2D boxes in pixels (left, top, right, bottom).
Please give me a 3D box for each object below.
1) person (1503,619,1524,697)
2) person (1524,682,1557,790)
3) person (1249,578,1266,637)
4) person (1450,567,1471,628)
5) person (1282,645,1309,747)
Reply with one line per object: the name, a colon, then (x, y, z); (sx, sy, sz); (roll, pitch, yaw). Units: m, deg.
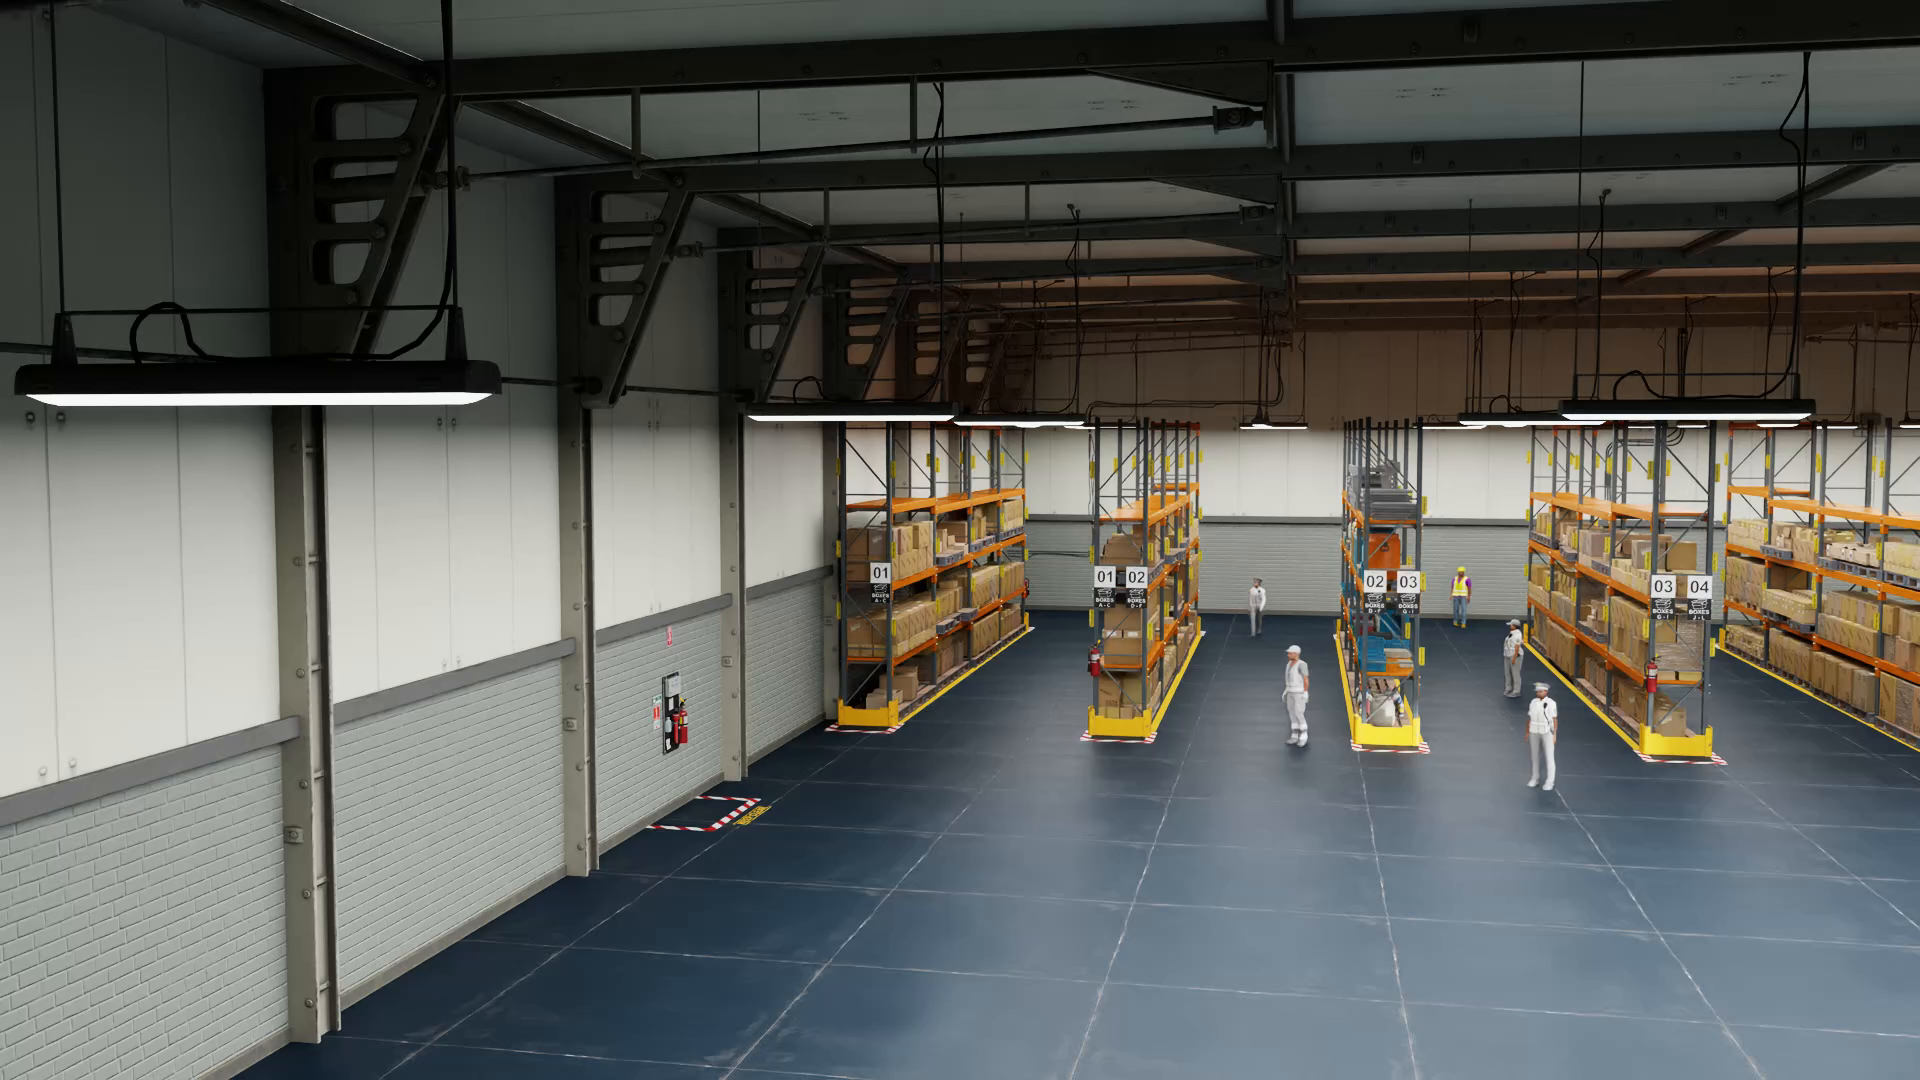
person: (12.002, 2.552, 36.127); (0.426, 1.669, 0.505); (-1, 4, -14)
person: (9.361, 3.140, 26.830); (0.484, 1.703, 0.372); (4, 5, 44)
person: (8.339, 1.873, 46.599); (0.456, 1.633, 0.983); (1, 4, 10)
person: (14.724, 1.678, 48.906); (0.589, 1.778, 0.522); (1, 4, 16)
person: (6.149, 2.853, 30.557); (0.381, 1.827, 0.606); (-2, 4, -27)
